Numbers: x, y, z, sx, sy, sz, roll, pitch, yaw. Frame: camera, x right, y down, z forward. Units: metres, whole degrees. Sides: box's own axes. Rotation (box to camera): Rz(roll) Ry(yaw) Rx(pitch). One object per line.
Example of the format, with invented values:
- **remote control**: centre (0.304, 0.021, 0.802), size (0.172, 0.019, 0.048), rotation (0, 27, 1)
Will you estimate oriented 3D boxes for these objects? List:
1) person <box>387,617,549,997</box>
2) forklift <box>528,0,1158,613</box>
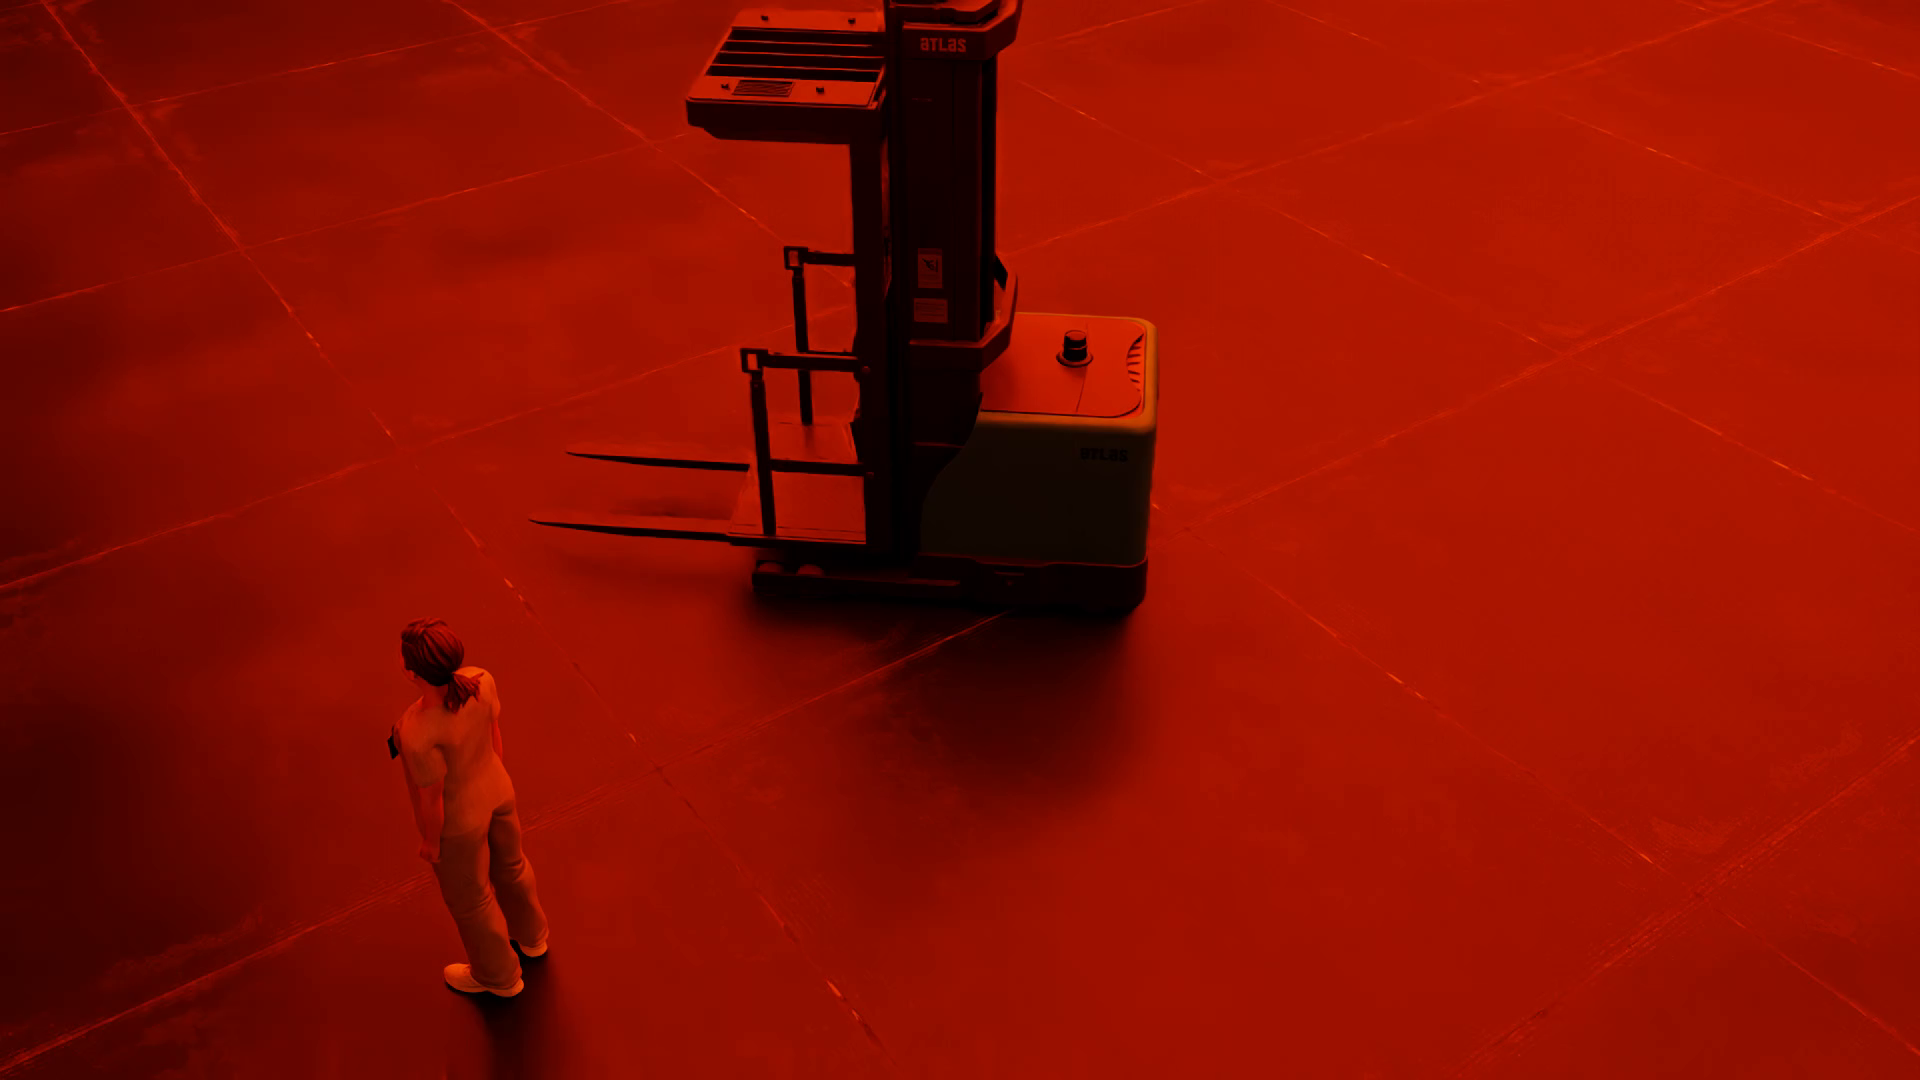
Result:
- **person**: centre (-1.712, 0.933, 5.744), size (0.379, 1.671, 0.434), rotation (14, 39, 18)
- **forklift**: centre (-0.582, -1.201, 7.569), size (3.031, 2.935, 1.130), rotation (4, 37, 5)
